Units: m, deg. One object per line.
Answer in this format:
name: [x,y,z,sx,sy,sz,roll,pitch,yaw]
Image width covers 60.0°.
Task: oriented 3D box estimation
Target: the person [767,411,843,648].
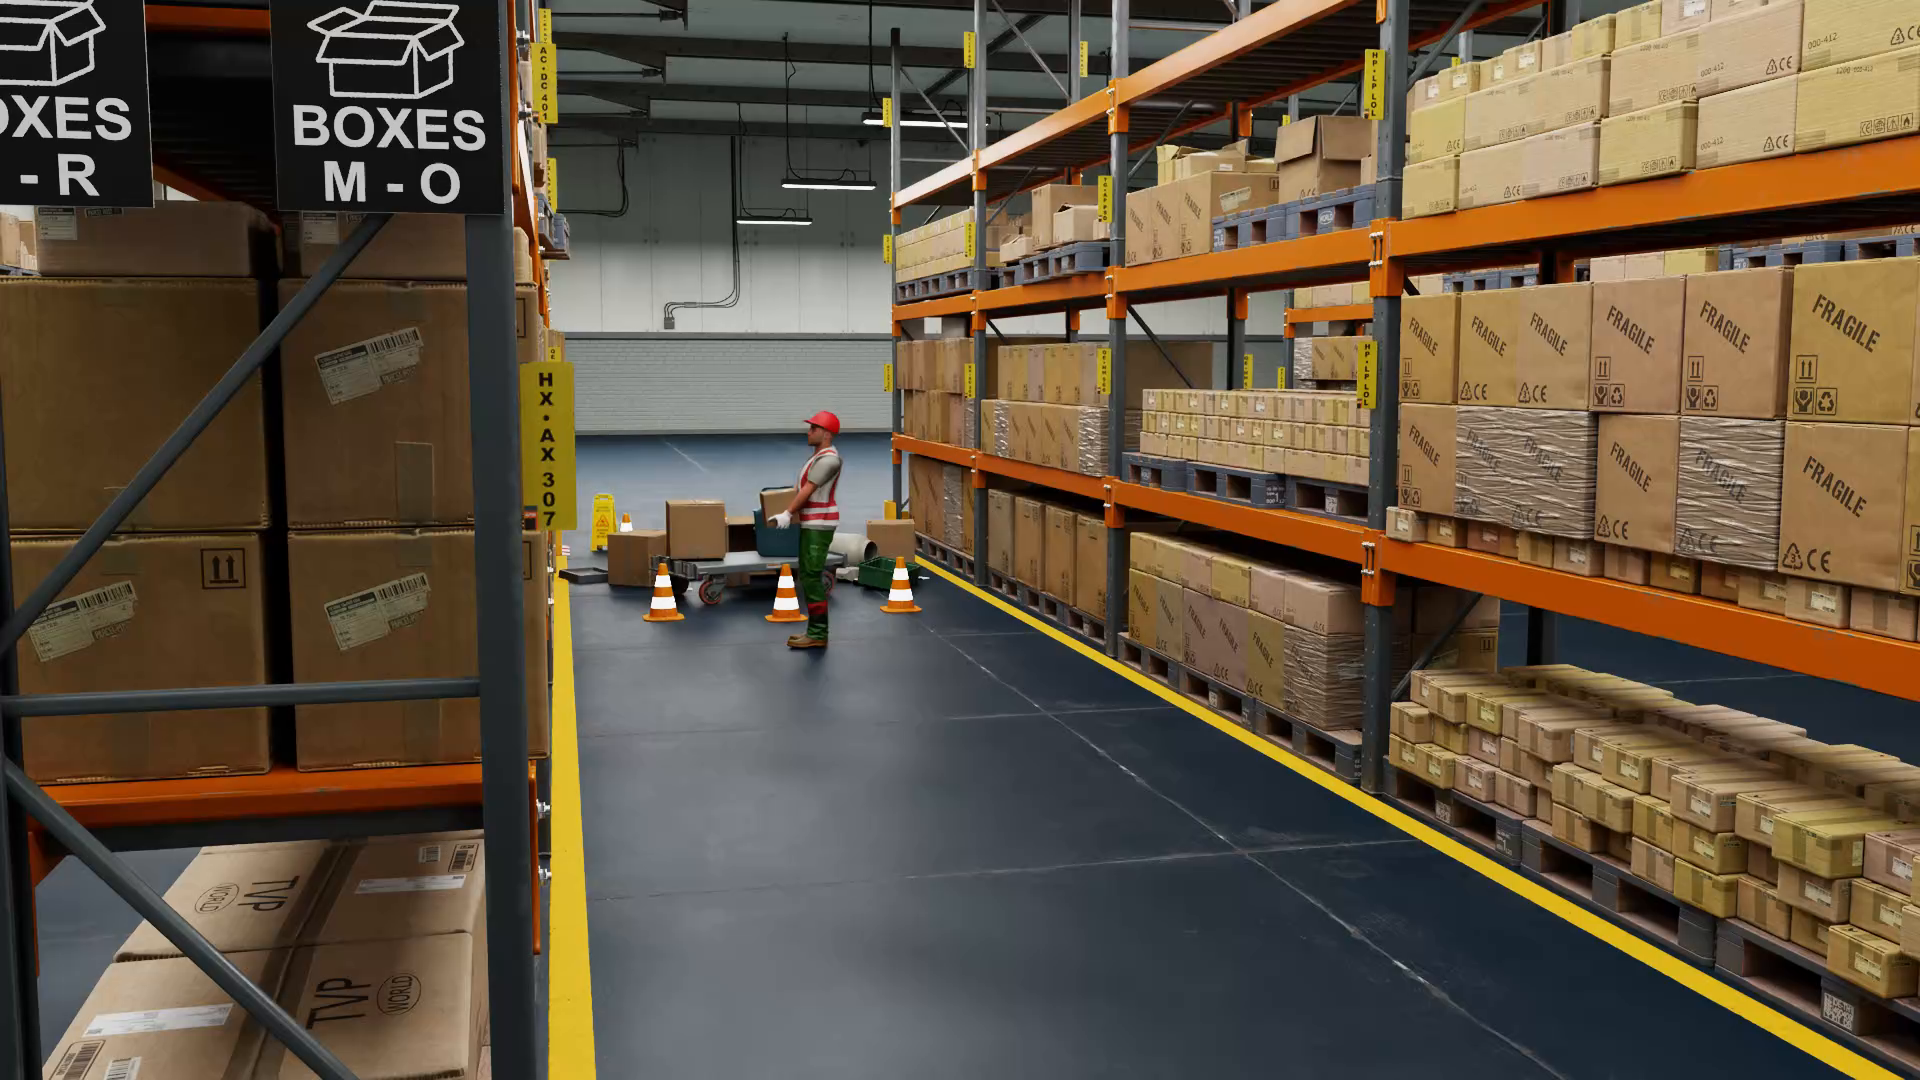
person: [-1.184,-0.080,12.563,0.570,1.782,0.494,-1,6,-13]
